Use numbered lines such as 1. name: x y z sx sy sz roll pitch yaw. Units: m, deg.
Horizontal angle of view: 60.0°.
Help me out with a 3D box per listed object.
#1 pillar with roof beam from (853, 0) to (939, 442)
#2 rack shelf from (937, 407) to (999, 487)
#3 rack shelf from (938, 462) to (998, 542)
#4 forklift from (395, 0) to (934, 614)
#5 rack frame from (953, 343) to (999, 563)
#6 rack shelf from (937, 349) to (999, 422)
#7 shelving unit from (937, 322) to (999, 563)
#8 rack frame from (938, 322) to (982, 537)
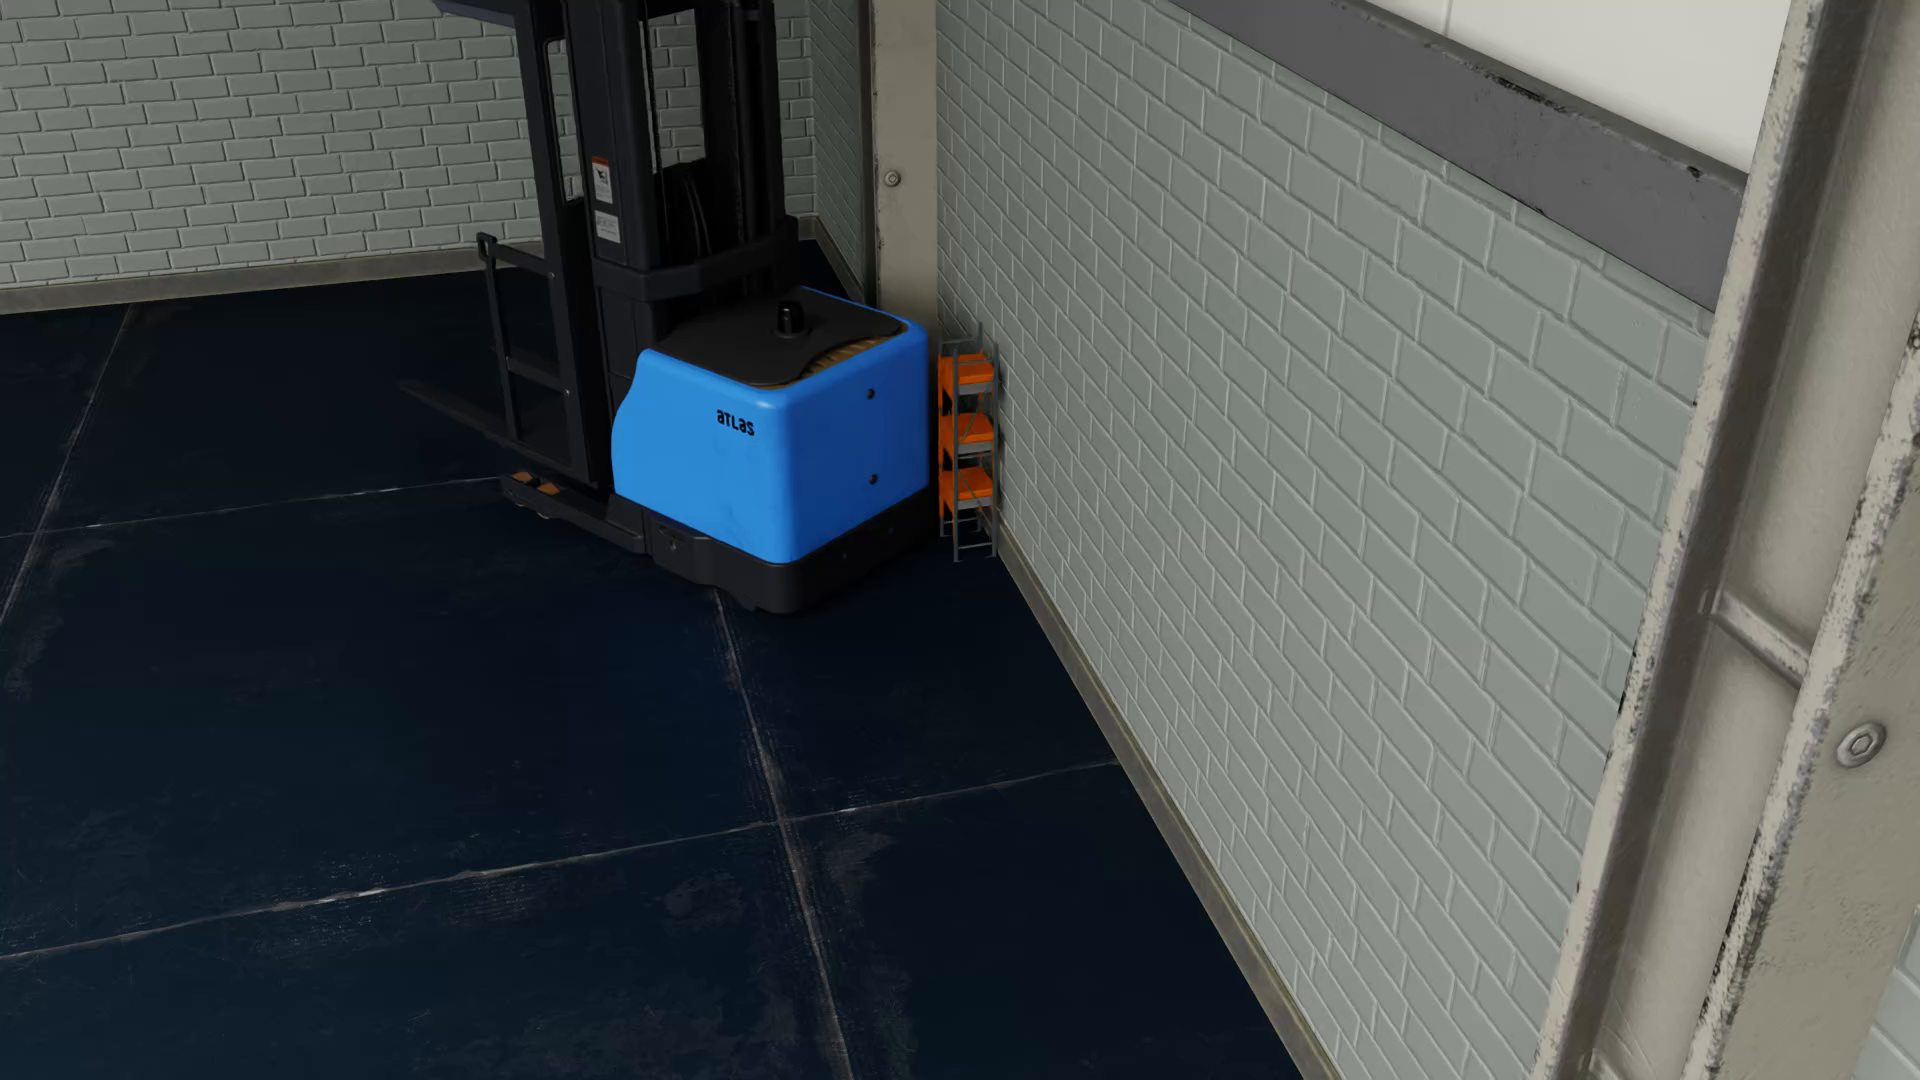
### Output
1. pillar with roof beam: -4.453 -3.912 5.526 9.100 9.000 0.400 -8 31 -13
2. rack shelf: 0.035 -0.417 7.438 0.215 0.259 0.240 -8 31 -14
3. rack shelf: 0.035 -0.175 7.575 0.215 0.259 0.240 -8 31 -14
4. forklift: -1.582 -1.553 7.507 3.031 2.935 1.130 22 37 33
5. rack frame: 0.068 -0.368 7.331 0.200 1.050 0.008 -8 31 -14
6. rack shelf: 0.034 -0.663 7.298 0.215 0.259 0.240 -8 31 -14
7. shelving unit: 0.035 -0.426 7.433 0.215 1.050 0.252 -8 31 -14
8. rack frame: 0.001 -0.484 7.535 0.200 1.050 0.008 -8 31 -14
